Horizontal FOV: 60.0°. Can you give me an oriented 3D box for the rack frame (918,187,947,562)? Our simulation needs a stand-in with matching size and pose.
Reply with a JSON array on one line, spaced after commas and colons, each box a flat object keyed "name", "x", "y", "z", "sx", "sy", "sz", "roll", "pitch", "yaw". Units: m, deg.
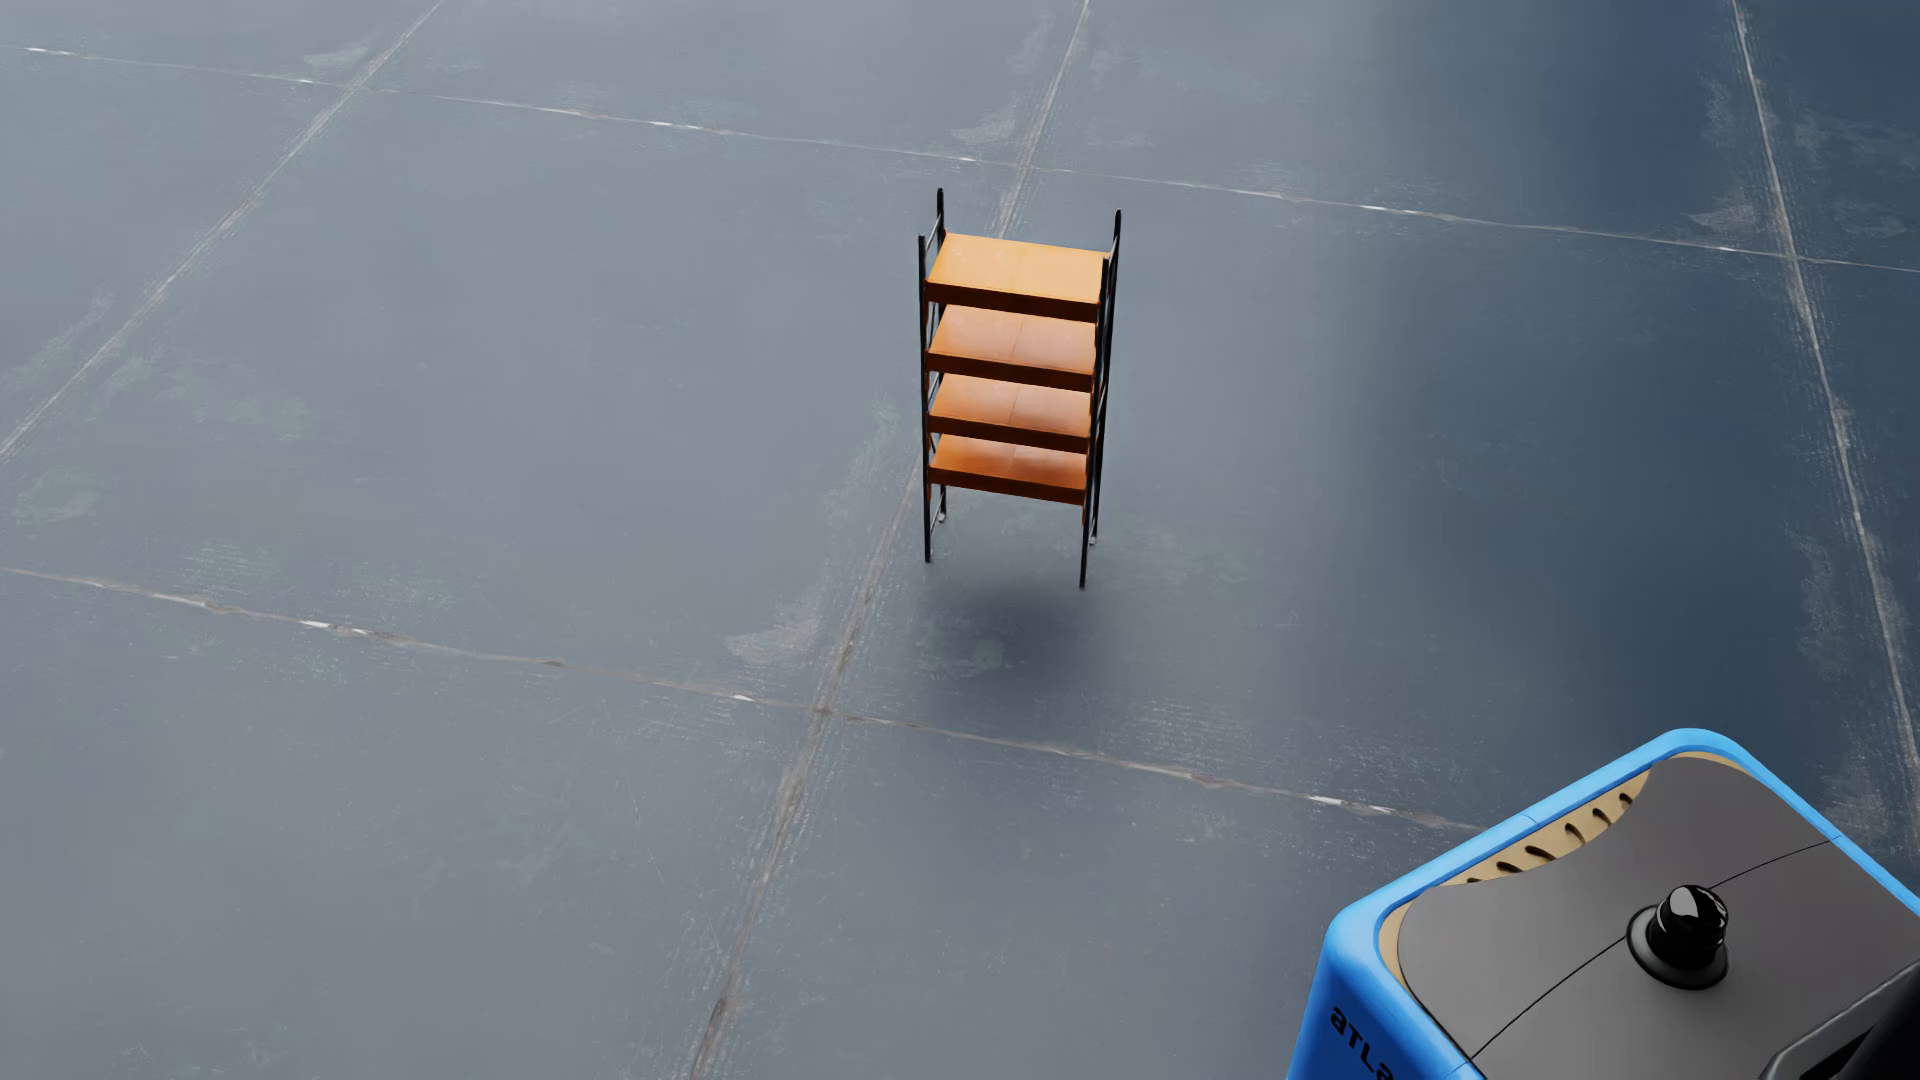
[{"name": "rack frame", "x": -0.077, "y": -0.444, "z": 4.846, "sx": 0.015, "sy": 1.200, "sz": 0.240, "roll": 9, "pitch": 45, "yaw": 9}]

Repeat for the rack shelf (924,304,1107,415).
[{"name": "rack shelf", "x": 0.162, "y": -0.520, "z": 4.699, "sx": 0.480, "sy": 0.148, "sz": 0.258, "roll": 9, "pitch": 45, "yaw": 9}]

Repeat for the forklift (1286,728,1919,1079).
[{"name": "forklift", "x": 1.816, "y": 1.124, "z": 1.969, "sx": 1.130, "sy": 2.935, "sz": 3.031, "roll": -22, "pitch": 48, "yaw": -21}]

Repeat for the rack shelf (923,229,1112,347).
[{"name": "rack shelf", "x": 0.162, "y": -0.690, "z": 4.535, "sx": 0.480, "sy": 0.148, "sz": 0.258, "roll": 9, "pitch": 45, "yaw": 9}]

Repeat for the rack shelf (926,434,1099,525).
[{"name": "rack shelf", "x": 0.162, "y": -0.216, "z": 4.992, "sx": 0.480, "sy": 0.148, "sz": 0.258, "roll": 9, "pitch": 45, "yaw": 9}]

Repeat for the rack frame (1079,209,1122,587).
[{"name": "rack frame", "x": 0.400, "y": -0.370, "z": 4.769, "sx": 0.015, "sy": 1.200, "sz": 0.240, "roll": 9, "pitch": 45, "yaw": 9}]

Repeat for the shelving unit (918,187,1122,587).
[{"name": "shelving unit", "x": 0.162, "y": -0.407, "z": 4.808, "sx": 0.503, "sy": 1.200, "sz": 0.258, "roll": 9, "pitch": 45, "yaw": 9}]

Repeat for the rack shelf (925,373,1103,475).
[{"name": "rack shelf", "x": 0.162, "y": -0.359, "z": 4.855, "sx": 0.480, "sy": 0.148, "sz": 0.258, "roll": 9, "pitch": 45, "yaw": 9}]
